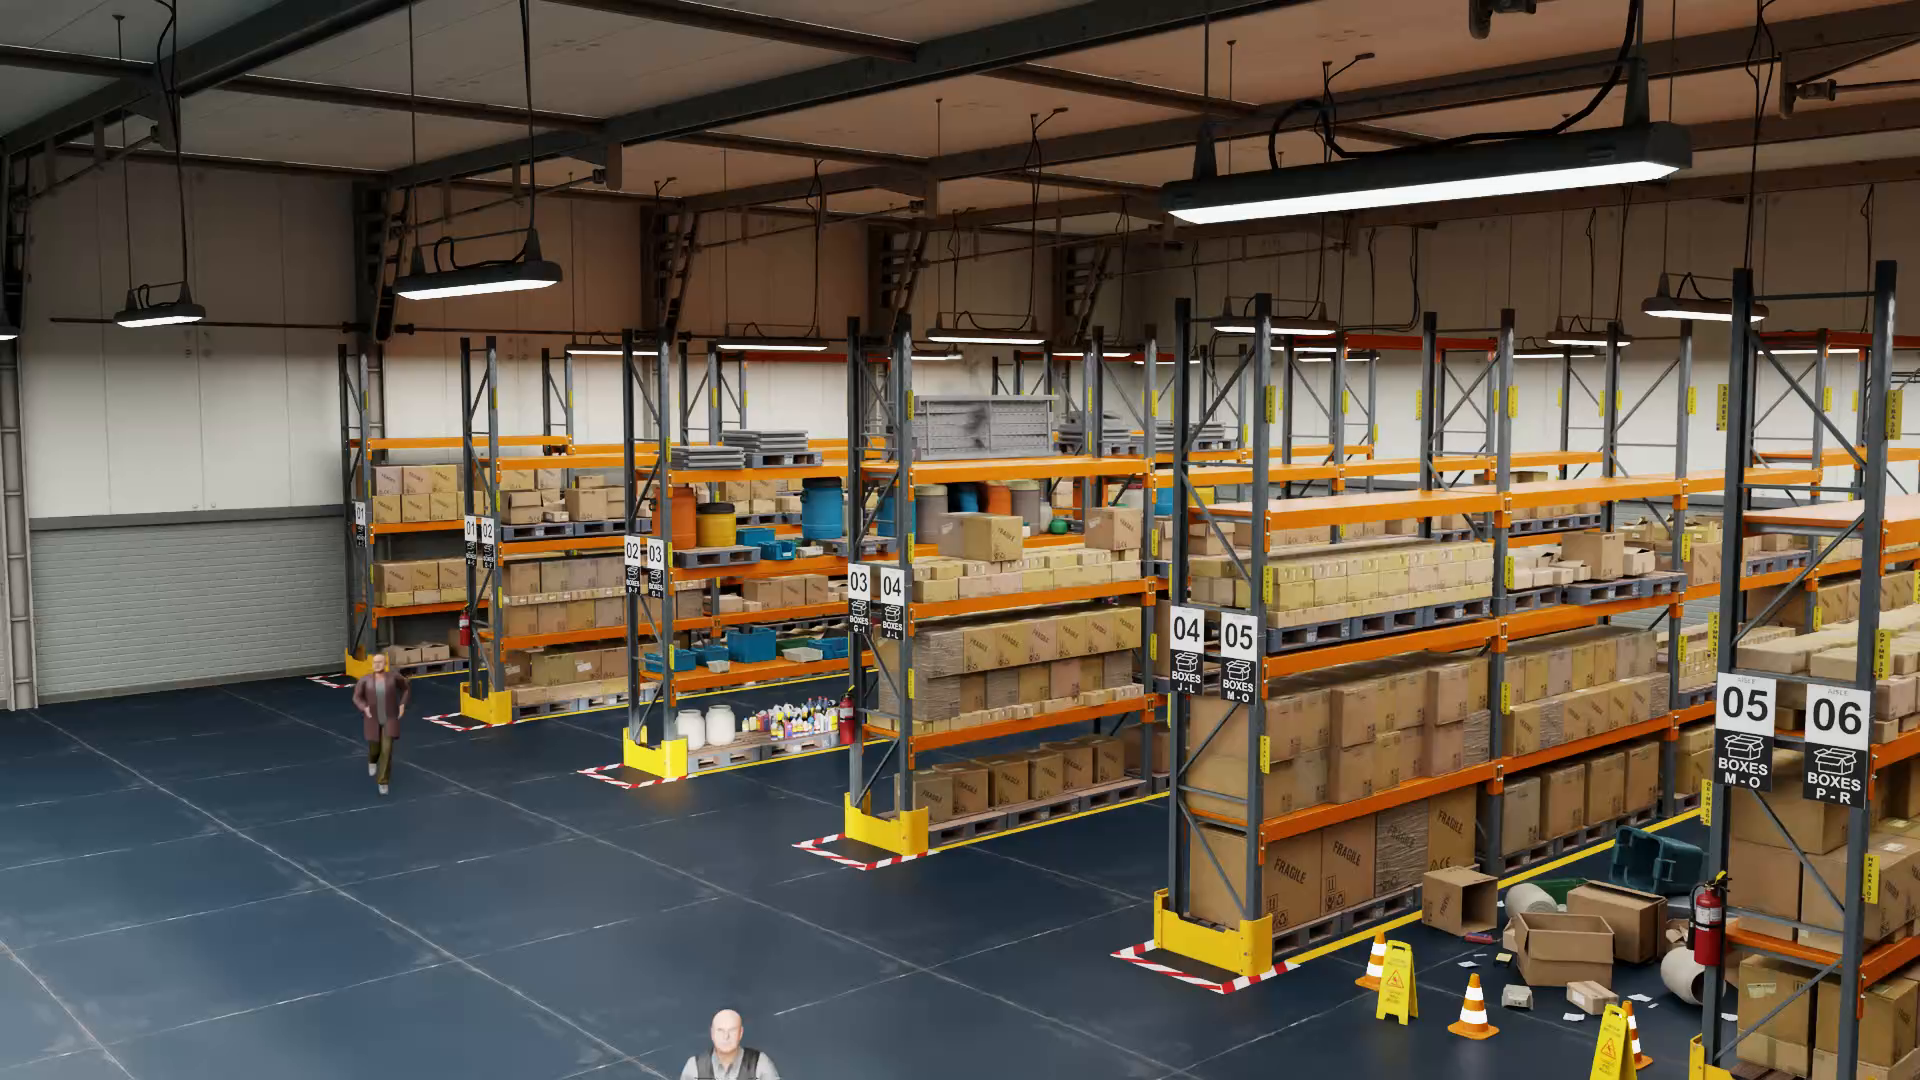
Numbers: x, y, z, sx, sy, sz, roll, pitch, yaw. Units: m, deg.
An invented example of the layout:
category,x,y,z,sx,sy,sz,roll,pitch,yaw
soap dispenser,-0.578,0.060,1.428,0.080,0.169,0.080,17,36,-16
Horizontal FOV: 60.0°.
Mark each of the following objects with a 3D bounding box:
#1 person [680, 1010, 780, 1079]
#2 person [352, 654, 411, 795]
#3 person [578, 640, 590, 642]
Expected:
category,x,y,z,sx,sy,sz,roll,pitch,yaw
person,-1.311,3.482,9.451,0.652,1.680,0.640,0,5,-3
person,-7.520,2.361,21.655,0.718,1.776,0.934,-1,5,-16
person,-6.585,1.769,29.364,0.536,1.575,0.664,4,6,35
